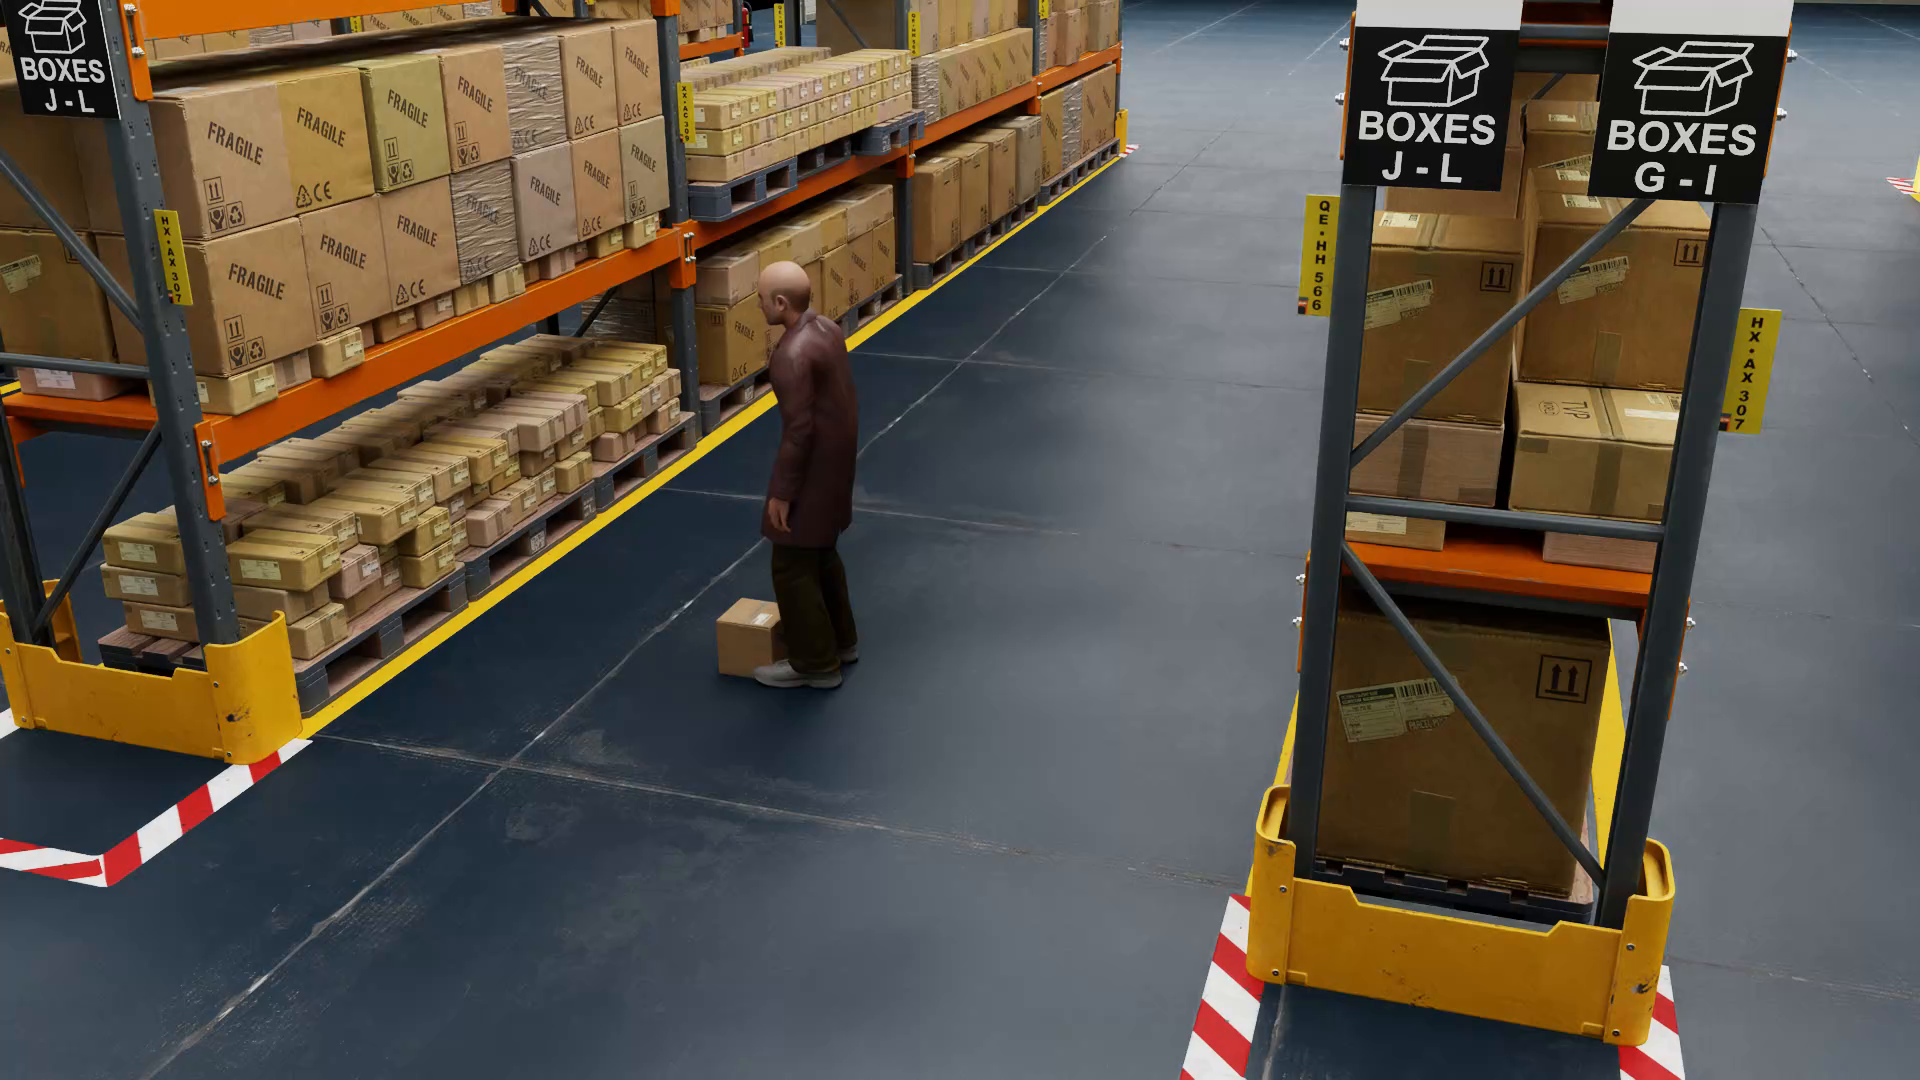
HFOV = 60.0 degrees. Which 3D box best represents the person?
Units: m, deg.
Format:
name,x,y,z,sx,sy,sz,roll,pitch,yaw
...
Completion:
name,x,y,z,sx,sy,sz,roll,pitch,yaw
person,-0.629,-0.256,6.756,0.429,1.772,0.647,5,22,12
